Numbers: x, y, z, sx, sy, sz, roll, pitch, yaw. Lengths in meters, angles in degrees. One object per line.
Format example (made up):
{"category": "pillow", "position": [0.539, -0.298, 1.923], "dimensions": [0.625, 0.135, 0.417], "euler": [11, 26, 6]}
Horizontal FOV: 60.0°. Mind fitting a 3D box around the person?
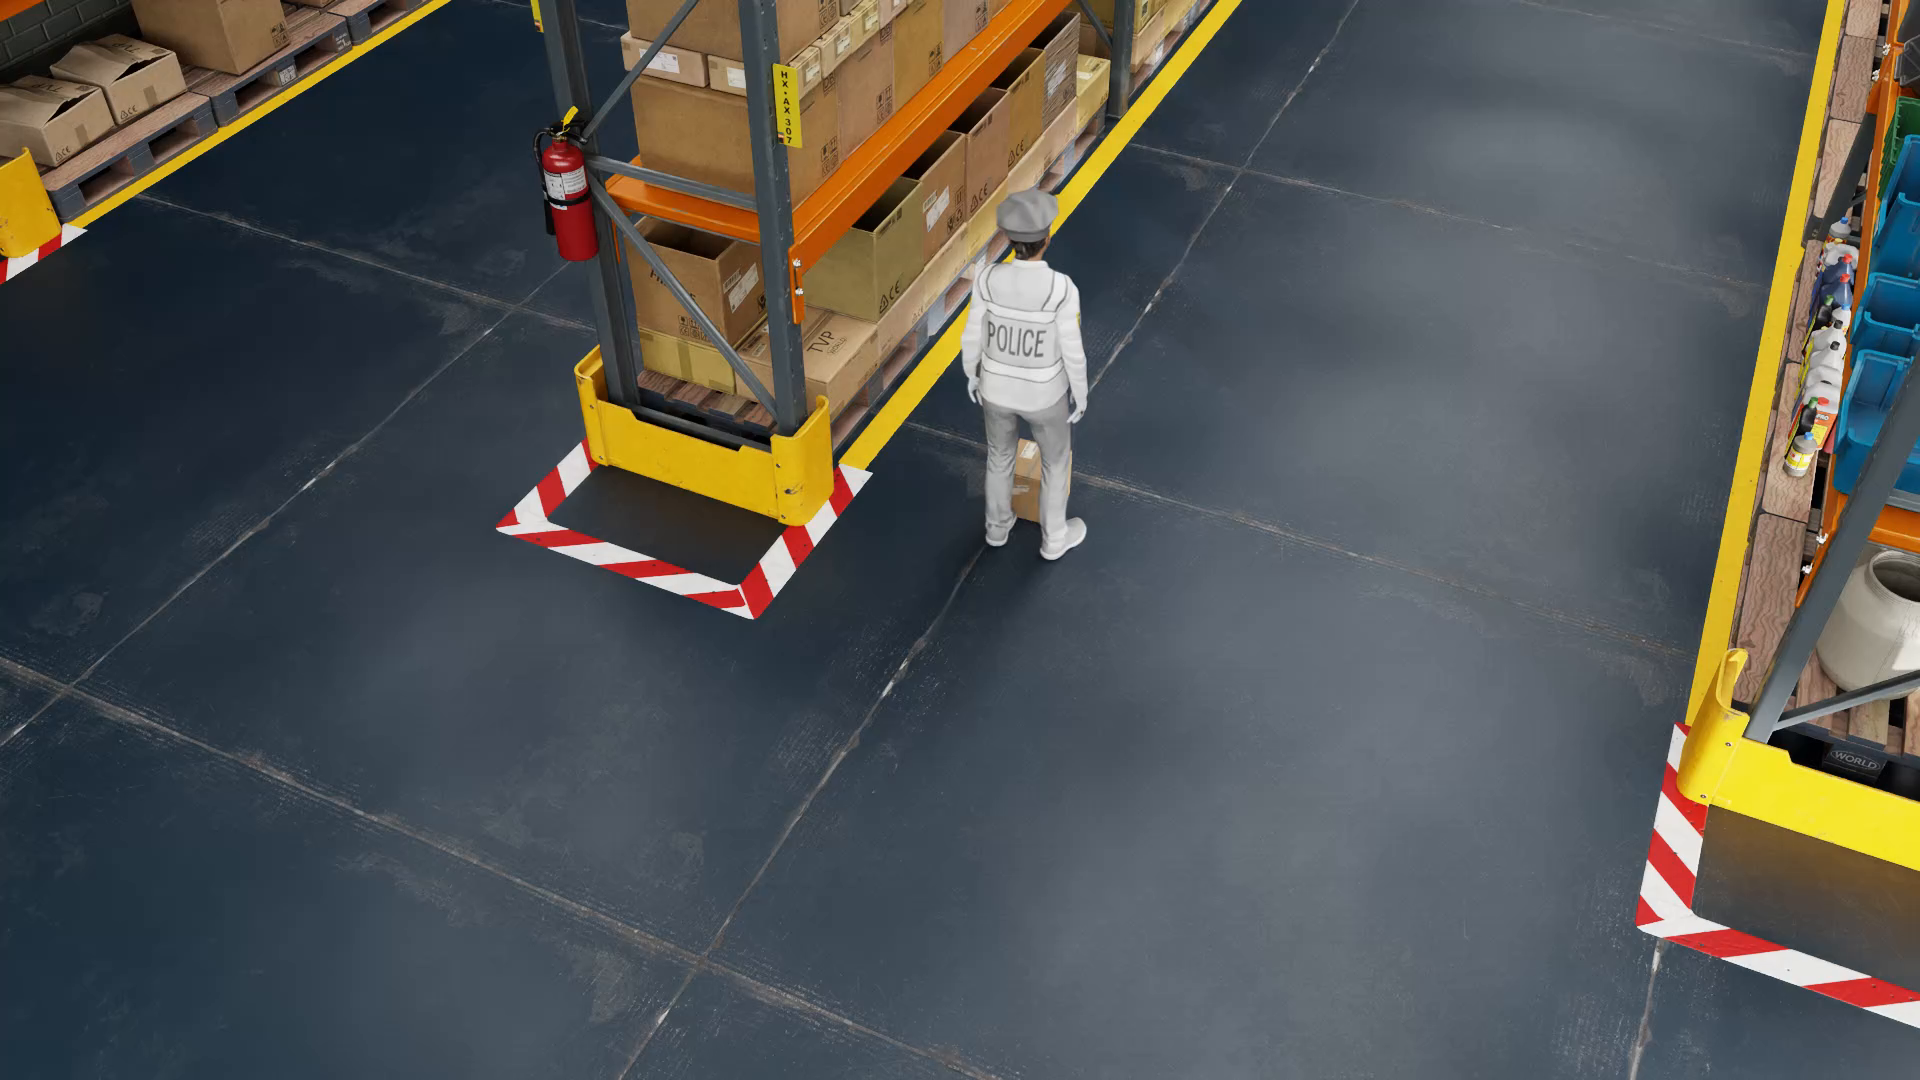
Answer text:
{"category": "person", "position": [0.270, -0.628, 6.850], "dimensions": [0.542, 1.661, 0.374], "euler": [13, 44, 14]}
